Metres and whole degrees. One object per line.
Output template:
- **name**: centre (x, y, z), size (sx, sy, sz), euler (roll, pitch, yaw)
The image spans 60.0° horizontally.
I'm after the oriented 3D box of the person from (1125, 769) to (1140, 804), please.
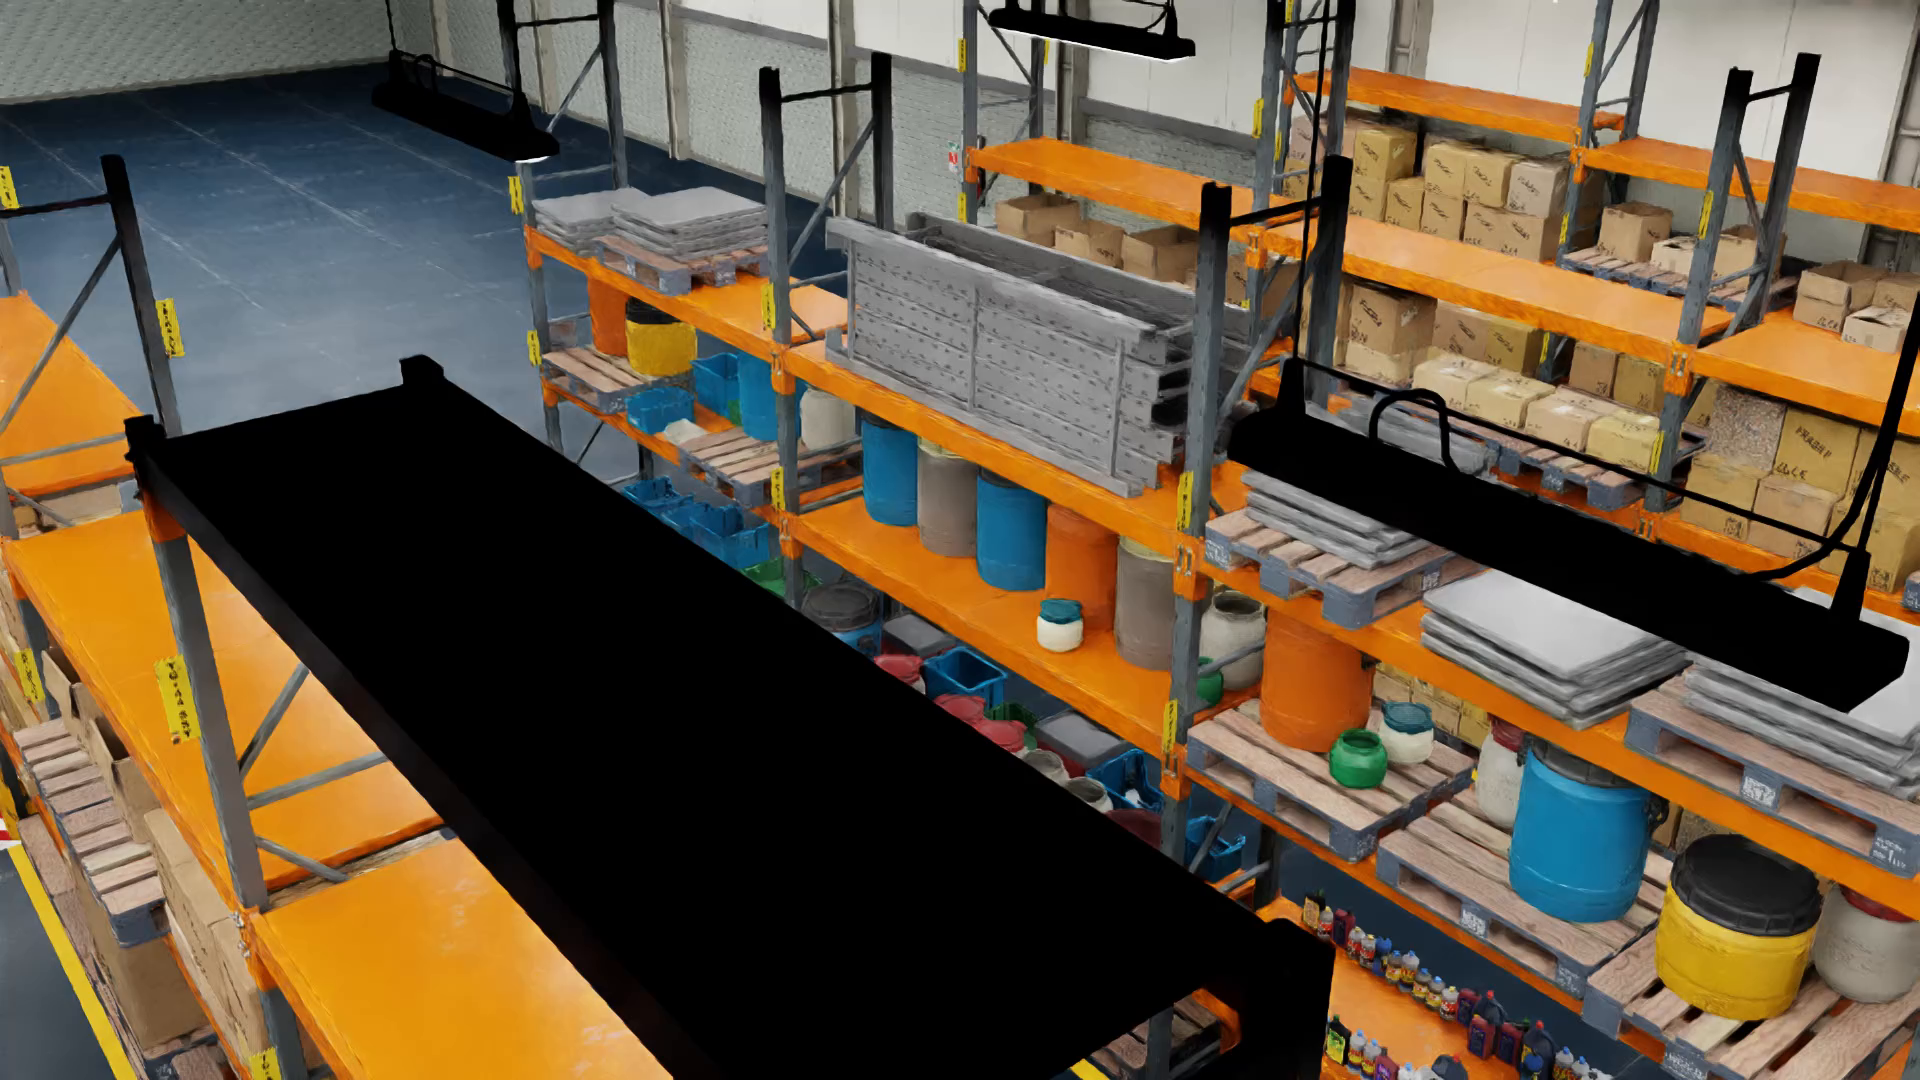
- **person**: centre (1.143, 2.261, 11.737), size (0.535, 1.618, 0.955), euler (-8, 27, -15)
